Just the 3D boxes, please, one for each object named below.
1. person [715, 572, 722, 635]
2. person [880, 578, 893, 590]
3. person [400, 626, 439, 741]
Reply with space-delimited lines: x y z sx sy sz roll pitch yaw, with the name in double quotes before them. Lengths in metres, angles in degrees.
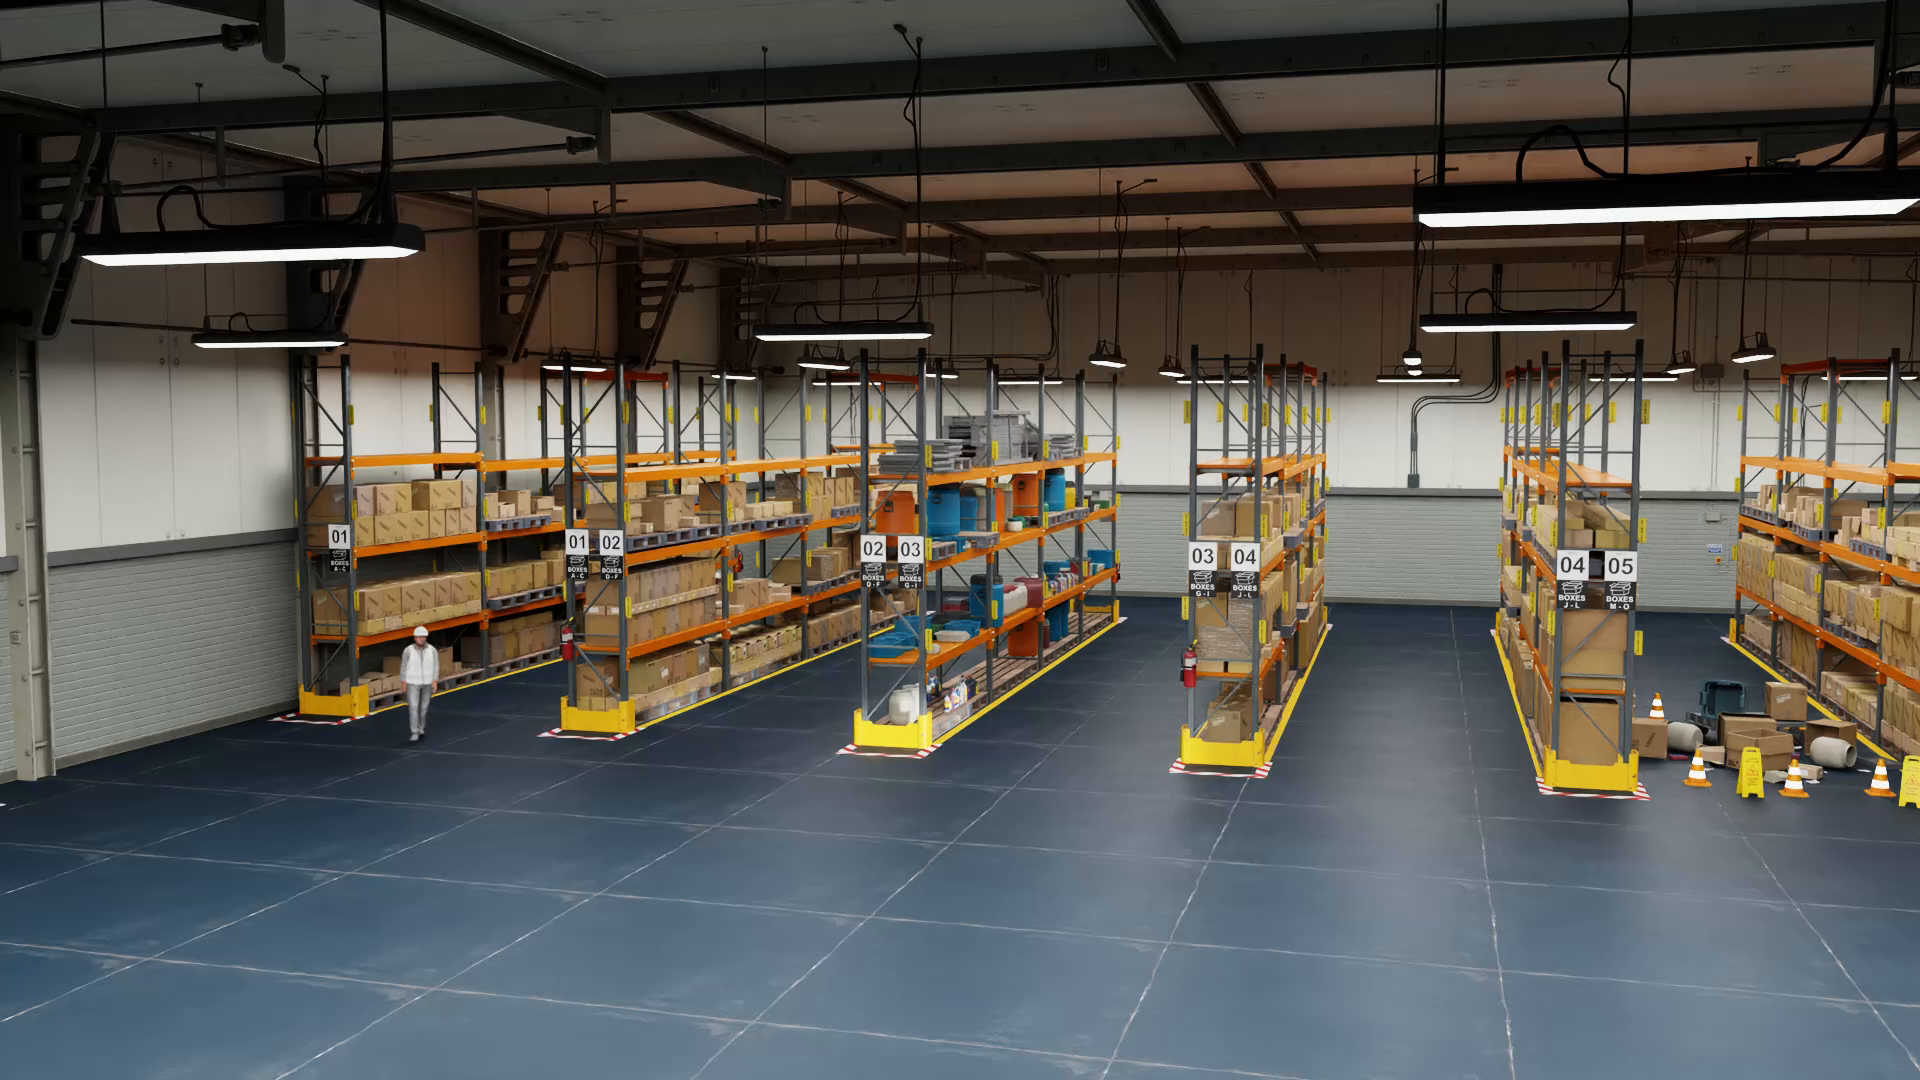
"person" -5.150 1.505 35.551 0.670 1.668 0.700 2 5 24
"person" -2.107 0.703 45.755 0.547 1.705 0.598 -3 5 -31
"person" -8.319 2.191 25.638 0.587 1.724 0.964 -3 5 -33
